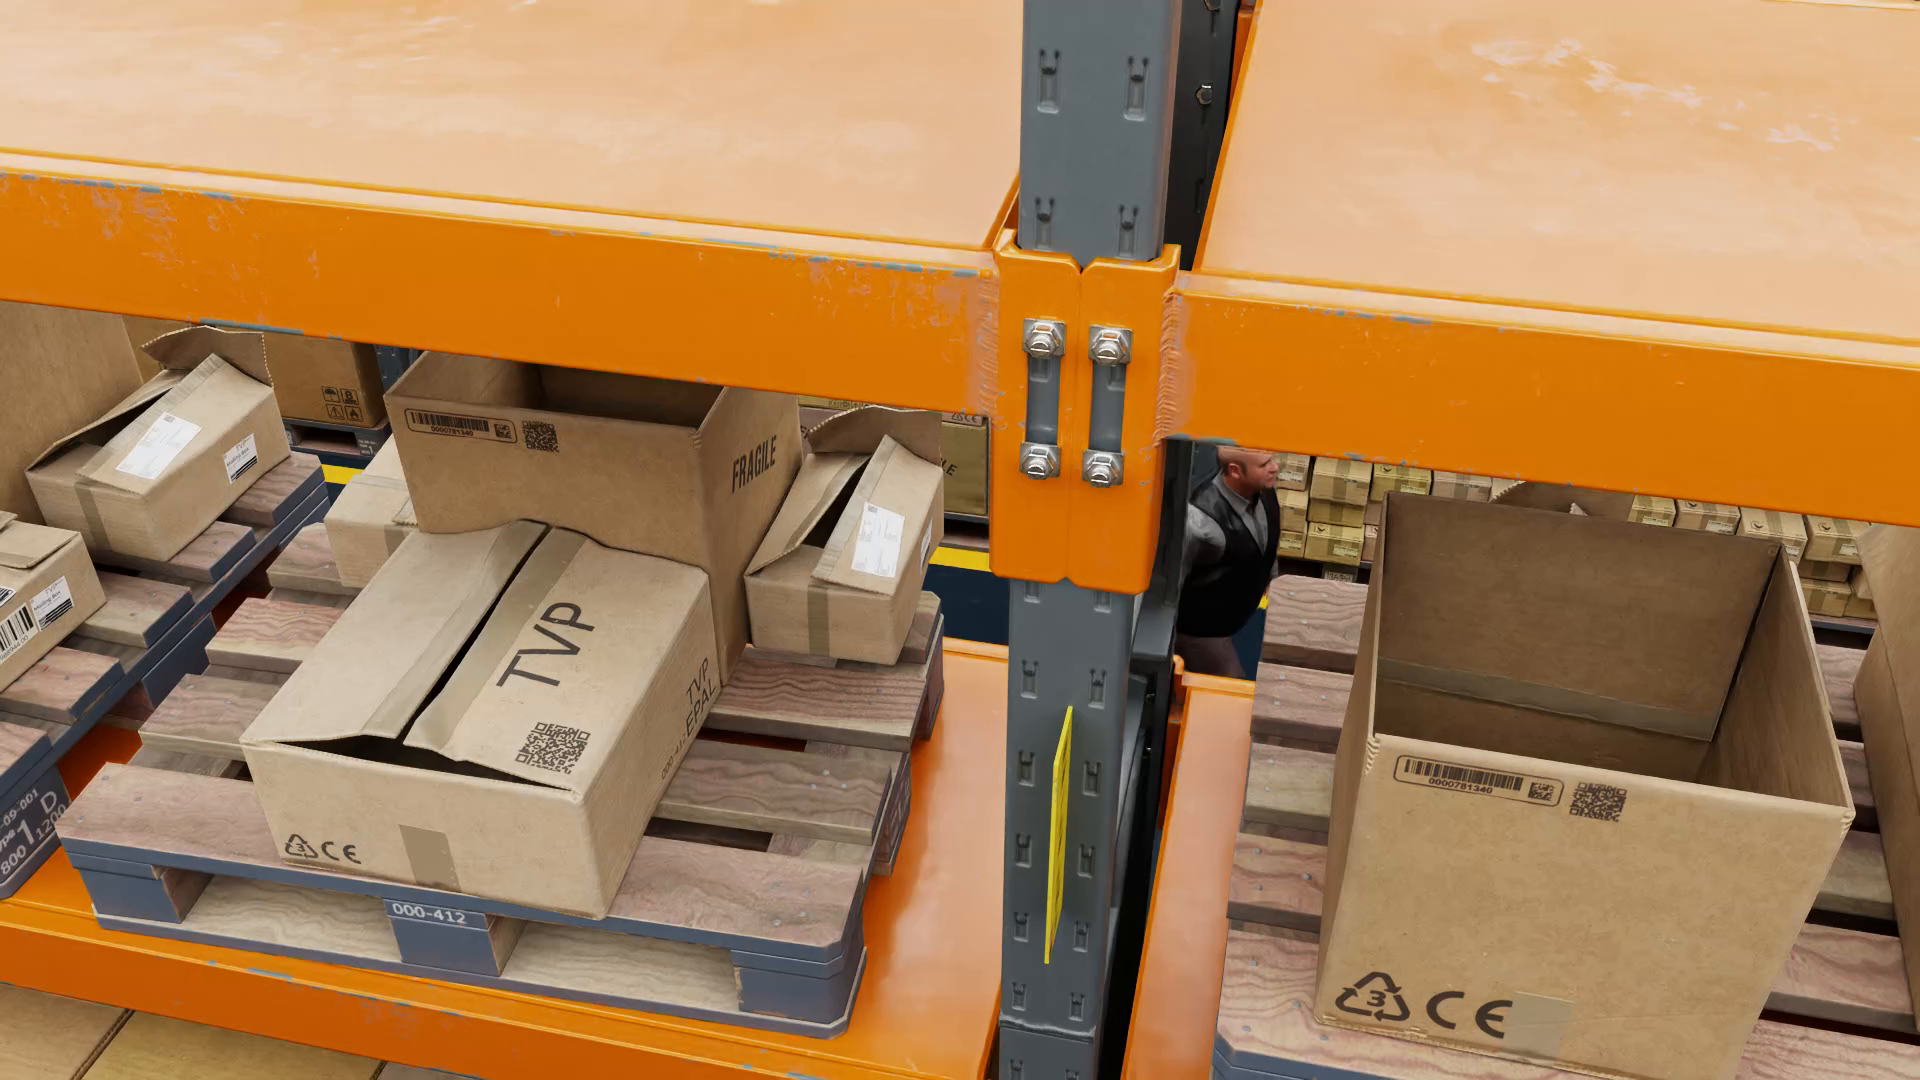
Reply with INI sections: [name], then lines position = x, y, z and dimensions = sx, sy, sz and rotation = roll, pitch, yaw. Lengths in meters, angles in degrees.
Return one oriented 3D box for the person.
[person]
position = 0.993, 0.262, 6.323
dimensions = 1.056, 1.661, 0.565
rotation = 21, 41, 26
